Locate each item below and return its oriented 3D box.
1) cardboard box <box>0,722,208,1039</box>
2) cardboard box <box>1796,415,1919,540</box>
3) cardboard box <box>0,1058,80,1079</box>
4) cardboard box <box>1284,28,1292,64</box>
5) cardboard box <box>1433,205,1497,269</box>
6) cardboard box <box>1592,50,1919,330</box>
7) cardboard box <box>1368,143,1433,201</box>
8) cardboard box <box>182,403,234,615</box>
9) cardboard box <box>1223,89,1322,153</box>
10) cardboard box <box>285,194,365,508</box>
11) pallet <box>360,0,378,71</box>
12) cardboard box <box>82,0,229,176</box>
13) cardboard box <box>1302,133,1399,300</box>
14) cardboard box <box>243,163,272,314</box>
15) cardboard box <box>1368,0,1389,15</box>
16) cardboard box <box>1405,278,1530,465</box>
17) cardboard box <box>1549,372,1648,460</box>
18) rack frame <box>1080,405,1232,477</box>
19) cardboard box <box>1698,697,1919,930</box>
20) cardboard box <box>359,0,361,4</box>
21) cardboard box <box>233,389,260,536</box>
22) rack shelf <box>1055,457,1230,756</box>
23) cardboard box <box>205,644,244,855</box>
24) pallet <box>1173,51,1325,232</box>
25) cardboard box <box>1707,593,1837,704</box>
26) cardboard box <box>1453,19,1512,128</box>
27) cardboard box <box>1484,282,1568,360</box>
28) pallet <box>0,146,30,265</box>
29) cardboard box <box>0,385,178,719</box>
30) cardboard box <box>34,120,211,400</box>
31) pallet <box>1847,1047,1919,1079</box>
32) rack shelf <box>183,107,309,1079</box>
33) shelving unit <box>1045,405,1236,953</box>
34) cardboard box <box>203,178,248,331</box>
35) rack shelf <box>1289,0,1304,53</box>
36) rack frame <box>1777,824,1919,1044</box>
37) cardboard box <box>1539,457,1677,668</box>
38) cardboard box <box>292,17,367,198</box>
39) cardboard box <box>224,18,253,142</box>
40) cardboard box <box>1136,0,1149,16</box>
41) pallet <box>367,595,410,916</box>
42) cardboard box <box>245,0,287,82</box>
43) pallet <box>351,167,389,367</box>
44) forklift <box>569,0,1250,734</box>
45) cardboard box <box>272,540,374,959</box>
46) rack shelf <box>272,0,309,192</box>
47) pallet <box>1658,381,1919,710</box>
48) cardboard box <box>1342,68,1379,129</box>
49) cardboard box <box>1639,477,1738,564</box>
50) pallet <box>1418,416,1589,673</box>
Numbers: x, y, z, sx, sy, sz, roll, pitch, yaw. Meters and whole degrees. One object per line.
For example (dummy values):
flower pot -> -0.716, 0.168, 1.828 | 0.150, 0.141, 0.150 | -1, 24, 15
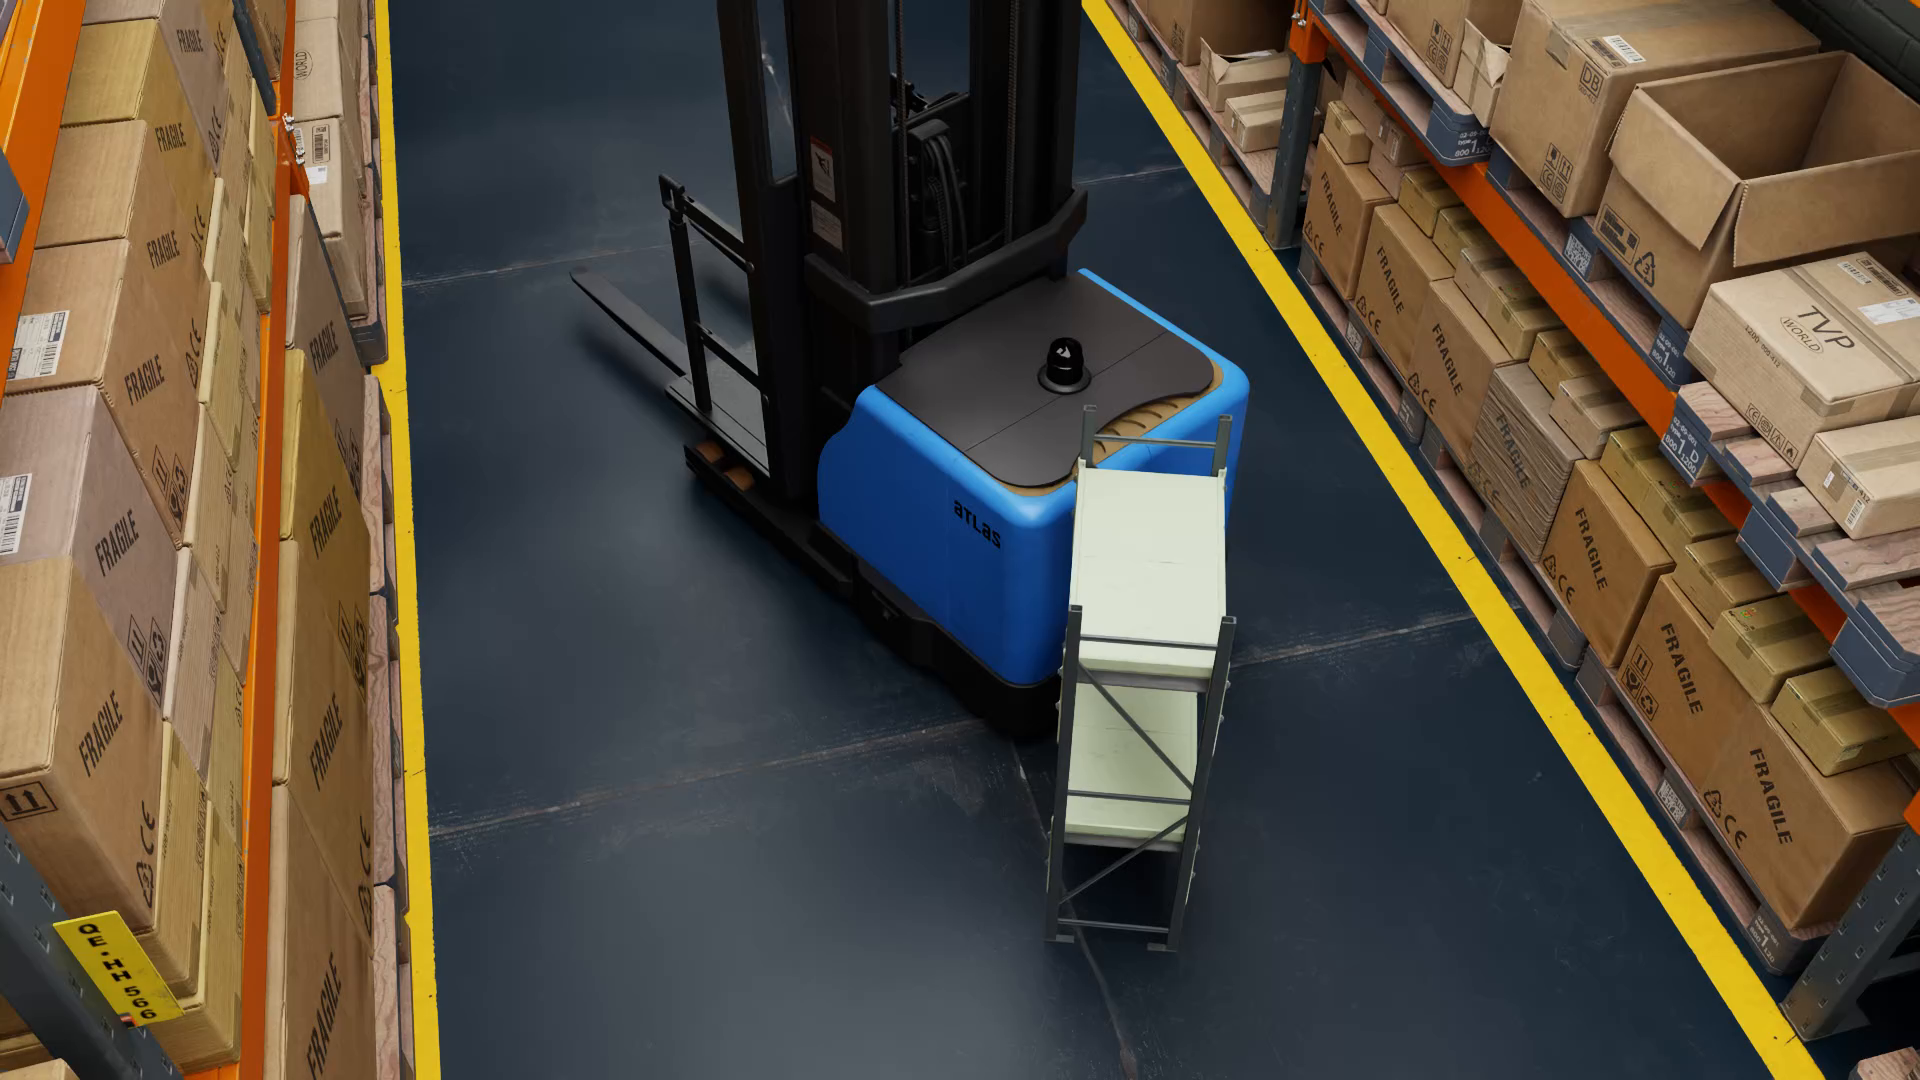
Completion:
cardboard box -> -1.780, 0.669, 3.249 | 0.500, 0.250, 0.500 | -11, 47, -11
cardboard box -> 2.370, -0.166, 4.194 | 0.380, 0.149, 0.250 | -10, 46, -10
cardboard box -> -1.504, 1.164, 2.437 | 0.500, 0.500, 0.500 | -12, 47, -11
cardboard box -> 1.833, -2.433, 8.236 | 0.380, 0.149, 0.250 | -11, 47, -11
cardboard box -> 2.025, -1.149, 6.278 | 0.380, 0.149, 0.250 | -11, 47, -11
cardboard box -> 2.312, -1.000, 4.763 | 0.797, 0.503, 0.637 | -12, 47, -11
cardboard box -> 1.865, -1.511, 6.632 | 0.380, 0.149, 0.250 | -12, 47, -11
cardboard box -> -2.027, -0.034, 3.938 | 0.500, 0.250, 0.500 | -11, 47, -10
cardboard box -> 1.458, -1.965, 7.778 | 0.380, 0.149, 0.250 | -12, 47, -12
cardboard box -> -2.677, -0.565, 5.897 | 0.875, 0.875, 0.875 | -9, 46, -9
pallet -> -3.656, -2.823, 8.869 | 1.003, 0.211, 1.213 | -11, 47, -10
cardboard box -> -2.416, -1.342, 4.694 | 0.500, 0.500, 0.500 | -10, 46, -10
cardboard box -> 1.791, -1.382, 6.960 | 0.500, 0.500, 0.500 | -9, 46, -9
cardboard box -> -2.425, -0.907, 5.144 | 0.500, 0.250, 0.500 | -11, 47, -11
cardboard box -> 1.792, -2.292, 6.032 | 0.700, 0.500, 0.500 | -10, 46, -9
cardboard box -> 2.060, -0.671, 6.263 | 0.500, 0.500, 0.500 | -12, 47, -11
cardboard box -> 2.225, -0.438, 5.581 | 0.380, 0.149, 0.250 | -13, 47, -12
rack frame -> 0.533, 0.181, 5.022 | 0.400, 1.500, 0.023 | 4, 46, 4
cardboard box -> 2.593, 0.752, 4.869 | 0.500, 0.500, 0.500 | -9, 46, -9
cardboard box -> -3.671, -3.149, 8.736 | 0.875, 0.438, 0.875 | -12, 47, -12
cardboard box -> -2.178, -0.199, 4.450 | 0.500, 0.250, 0.500 | -11, 47, -10
rack shelf -> 0.496, 0.168, 4.488 | 0.431, 0.370, 0.720 | 4, 46, 4
cardboard box -> -1.919, 0.504, 3.761 | 0.500, 0.250, 0.500 | -12, 47, -11
pallet -> 1.710, -1.983, 8.046 | 1.003, 0.211, 1.213 | -11, 47, -10
cardboard box -> 2.438, 0.300, 4.858 | 0.380, 0.149, 0.250 | -13, 47, -12
cardboard box -> 1.869, -1.556, 5.475 | 0.396, 0.266, 0.258 | -9, 46, -8
cardboard box -> 2.114, -0.798, 5.934 | 0.380, 0.149, 0.250 | -9, 46, -9
pallet -> -2.105, -0.232, 2.409 | 1.213, 0.211, 1.003 | -9, 46, -8
cardboard box -> -1.915, 0.076, 3.305 | 0.500, 0.500, 0.500 | -11, 47, -10
cardboard box -> -2.158, -0.633, 4.000 | 0.500, 0.500, 0.500 | -10, 46, -10
pallet -> 3.082, 1.828, 4.311 | 1.003, 0.211, 1.213 | -11, 47, -10
rack shelf -> -2.401, 0.058, 4.597 | 1.077, 0.370, 4.000 | -11, 47, -10
shelving unit -> 0.495, 0.441, 4.767 | 0.431, 1.500, 0.755 | 4, 46, 4
cardboard box -> -2.291, -0.737, 4.627 | 0.500, 0.250, 0.500 | -10, 46, -9
rack shelf -> 1.373, -3.614, 8.195 | 1.077, 0.370, 4.000 | -11, 47, -10
rack frame -> 2.909, 0.276, 3.879 | 1.000, 3.000, 0.127 | -11, 47, -10
cardboard box -> 2.338, 0.043, 5.563 | 0.500, 0.500, 0.500 | -9, 46, -9
cardboard box -> -3.199, -1.896, 7.508 | 0.875, 0.438, 0.875 | -12, 47, -11
cardboard box -> -2.565, -1.438, 5.314 | 0.500, 0.250, 0.500 | -11, 47, -10
cardboard box -> 1.146, -3.099, 8.643 | 0.500, 0.500, 0.500 | -10, 46, -10
pallet -> -2.326, 0.764, 5.354 | 1.003, 0.211, 1.213 | -11, 47, -10
cardboard box -> -2.780, -1.982, 6.022 | 0.500, 0.500, 0.500 | -9, 46, -9
pallet -> -3.032, -1.138, 7.218 | 1.003, 0.211, 1.213 | -11, 47, -10
forklift -> -0.411, -1.360, 5.530 | 1.130, 2.935, 3.031 | -32, 54, -28
cardboard box -> -2.209, 0.675, 4.682 | 0.875, 0.875, 0.875 | -10, 46, -10
rack shelf -> -3.425, -2.704, 7.303 | 1.077, 0.370, 4.000 | -11, 47, -10
pallet -> 2.667, -0.112, 4.393 | 1.213, 0.211, 1.003 | -11, 47, -10
cardboard box -> 1.778, -1.803, 6.711 | 0.380, 0.149, 0.250 | -11, 47, -11
cardboard box -> 2.389, -0.081, 5.231 | 0.380, 0.149, 0.250 | -9, 46, -9
pallet -> 2.445, -0.111, 6.211 | 1.003, 0.211, 1.213 | -11, 47, -10
